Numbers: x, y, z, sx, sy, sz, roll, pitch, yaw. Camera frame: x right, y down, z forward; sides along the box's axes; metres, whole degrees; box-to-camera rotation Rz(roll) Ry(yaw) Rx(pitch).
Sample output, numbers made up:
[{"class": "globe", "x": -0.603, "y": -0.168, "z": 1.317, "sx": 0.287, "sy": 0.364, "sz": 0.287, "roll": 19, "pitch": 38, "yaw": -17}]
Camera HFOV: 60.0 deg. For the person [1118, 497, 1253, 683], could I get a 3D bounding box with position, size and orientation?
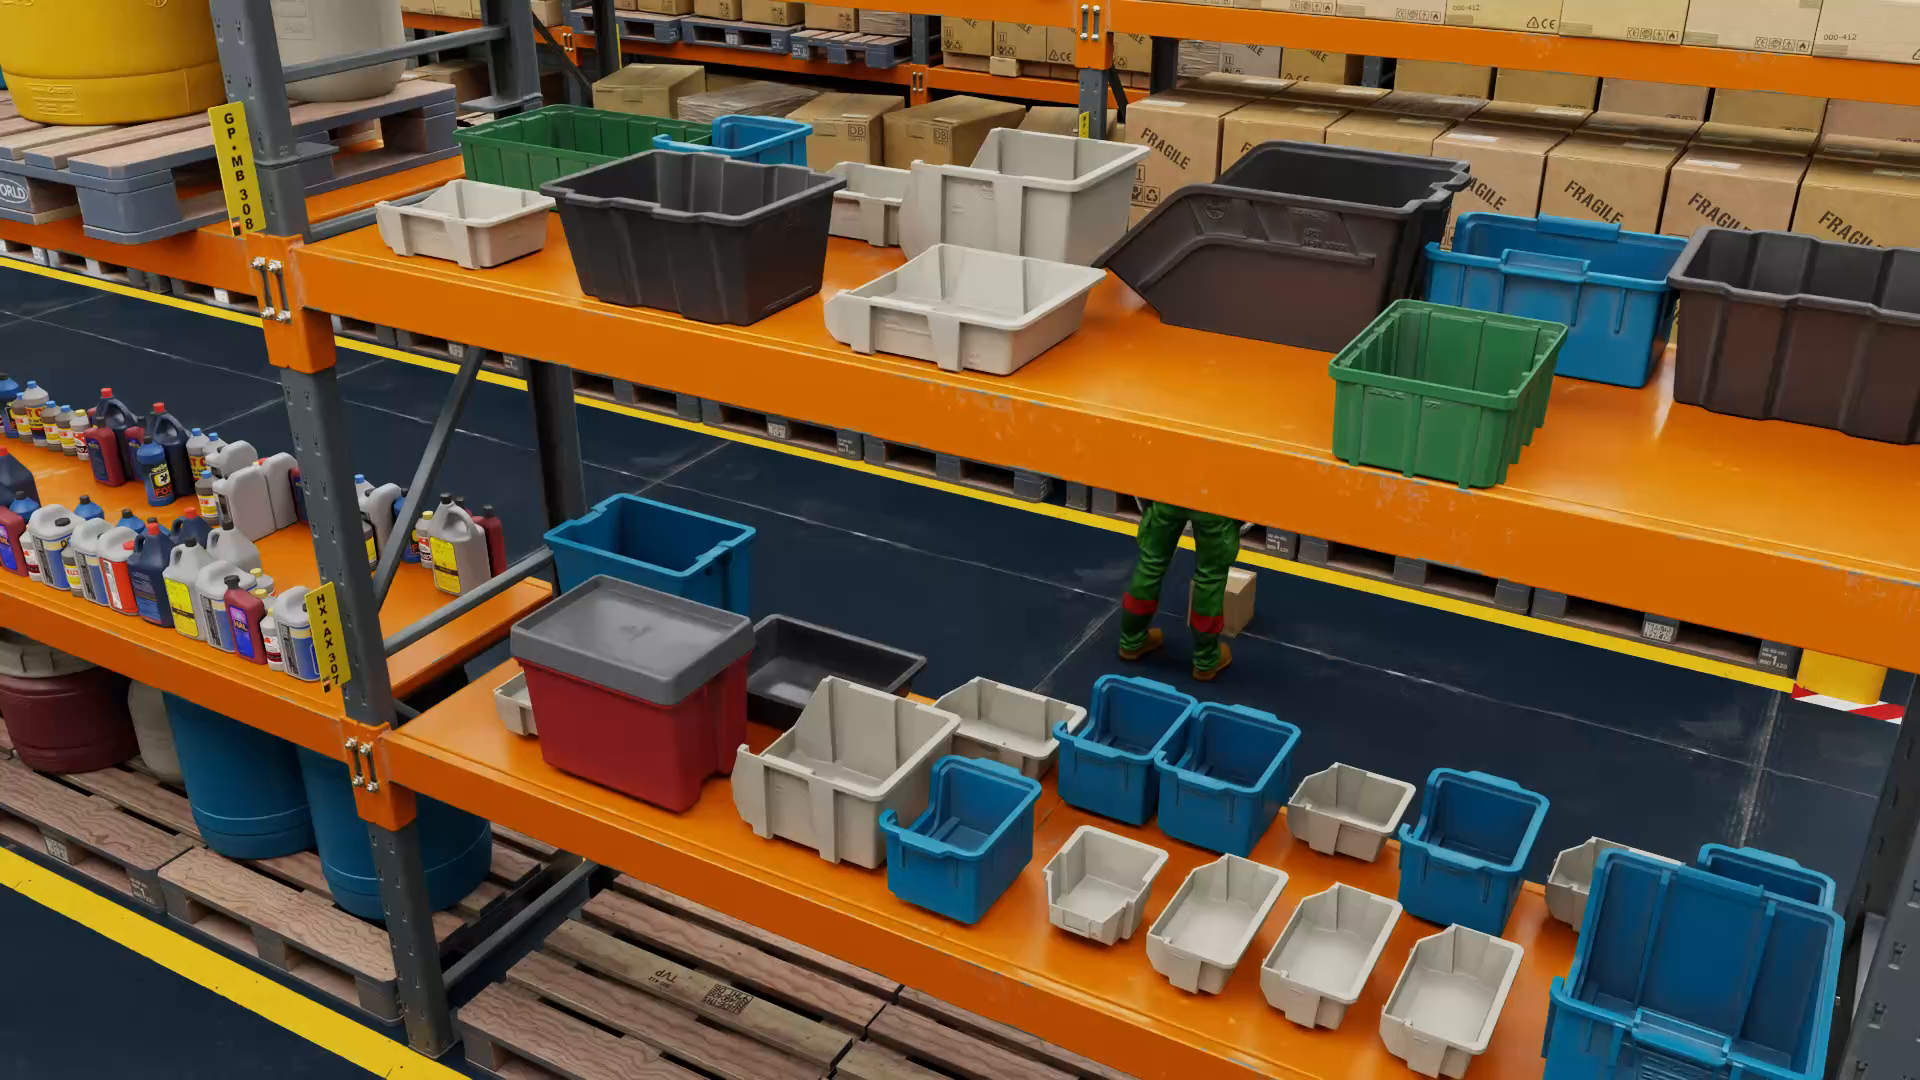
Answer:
[{"class": "person", "x": 1.054, "y": -0.216, "z": 7.515, "sx": 0.587, "sy": 1.791, "sz": 0.366, "roll": 14, "pitch": 30, "yaw": 26}]
